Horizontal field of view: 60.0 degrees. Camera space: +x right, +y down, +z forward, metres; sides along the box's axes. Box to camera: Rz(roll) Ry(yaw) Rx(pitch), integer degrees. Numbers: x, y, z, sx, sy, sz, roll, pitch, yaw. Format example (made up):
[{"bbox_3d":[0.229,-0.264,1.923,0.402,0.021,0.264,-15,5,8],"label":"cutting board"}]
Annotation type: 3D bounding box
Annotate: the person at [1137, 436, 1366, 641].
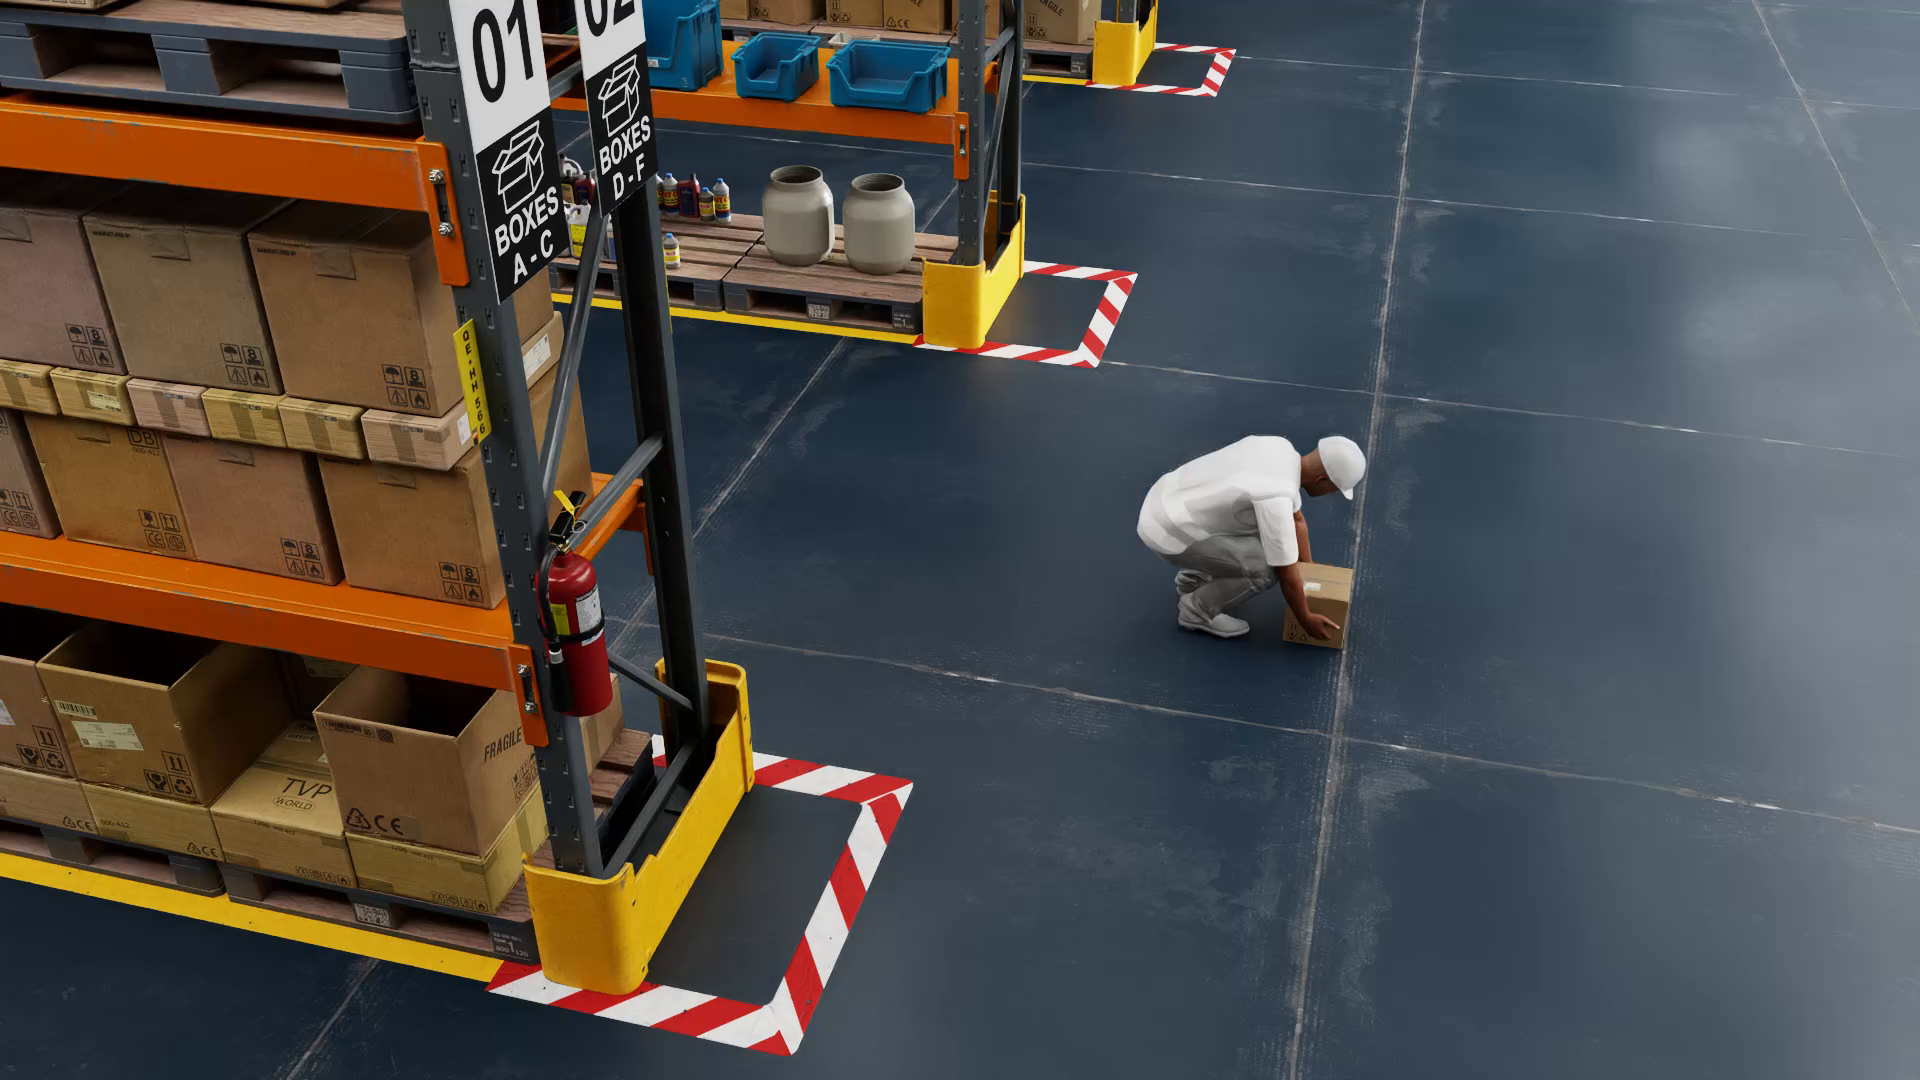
[{"bbox_3d":[1.211,-0.064,7.024,0.896,0.903,0.563,8,34,12],"label":"person"}]
